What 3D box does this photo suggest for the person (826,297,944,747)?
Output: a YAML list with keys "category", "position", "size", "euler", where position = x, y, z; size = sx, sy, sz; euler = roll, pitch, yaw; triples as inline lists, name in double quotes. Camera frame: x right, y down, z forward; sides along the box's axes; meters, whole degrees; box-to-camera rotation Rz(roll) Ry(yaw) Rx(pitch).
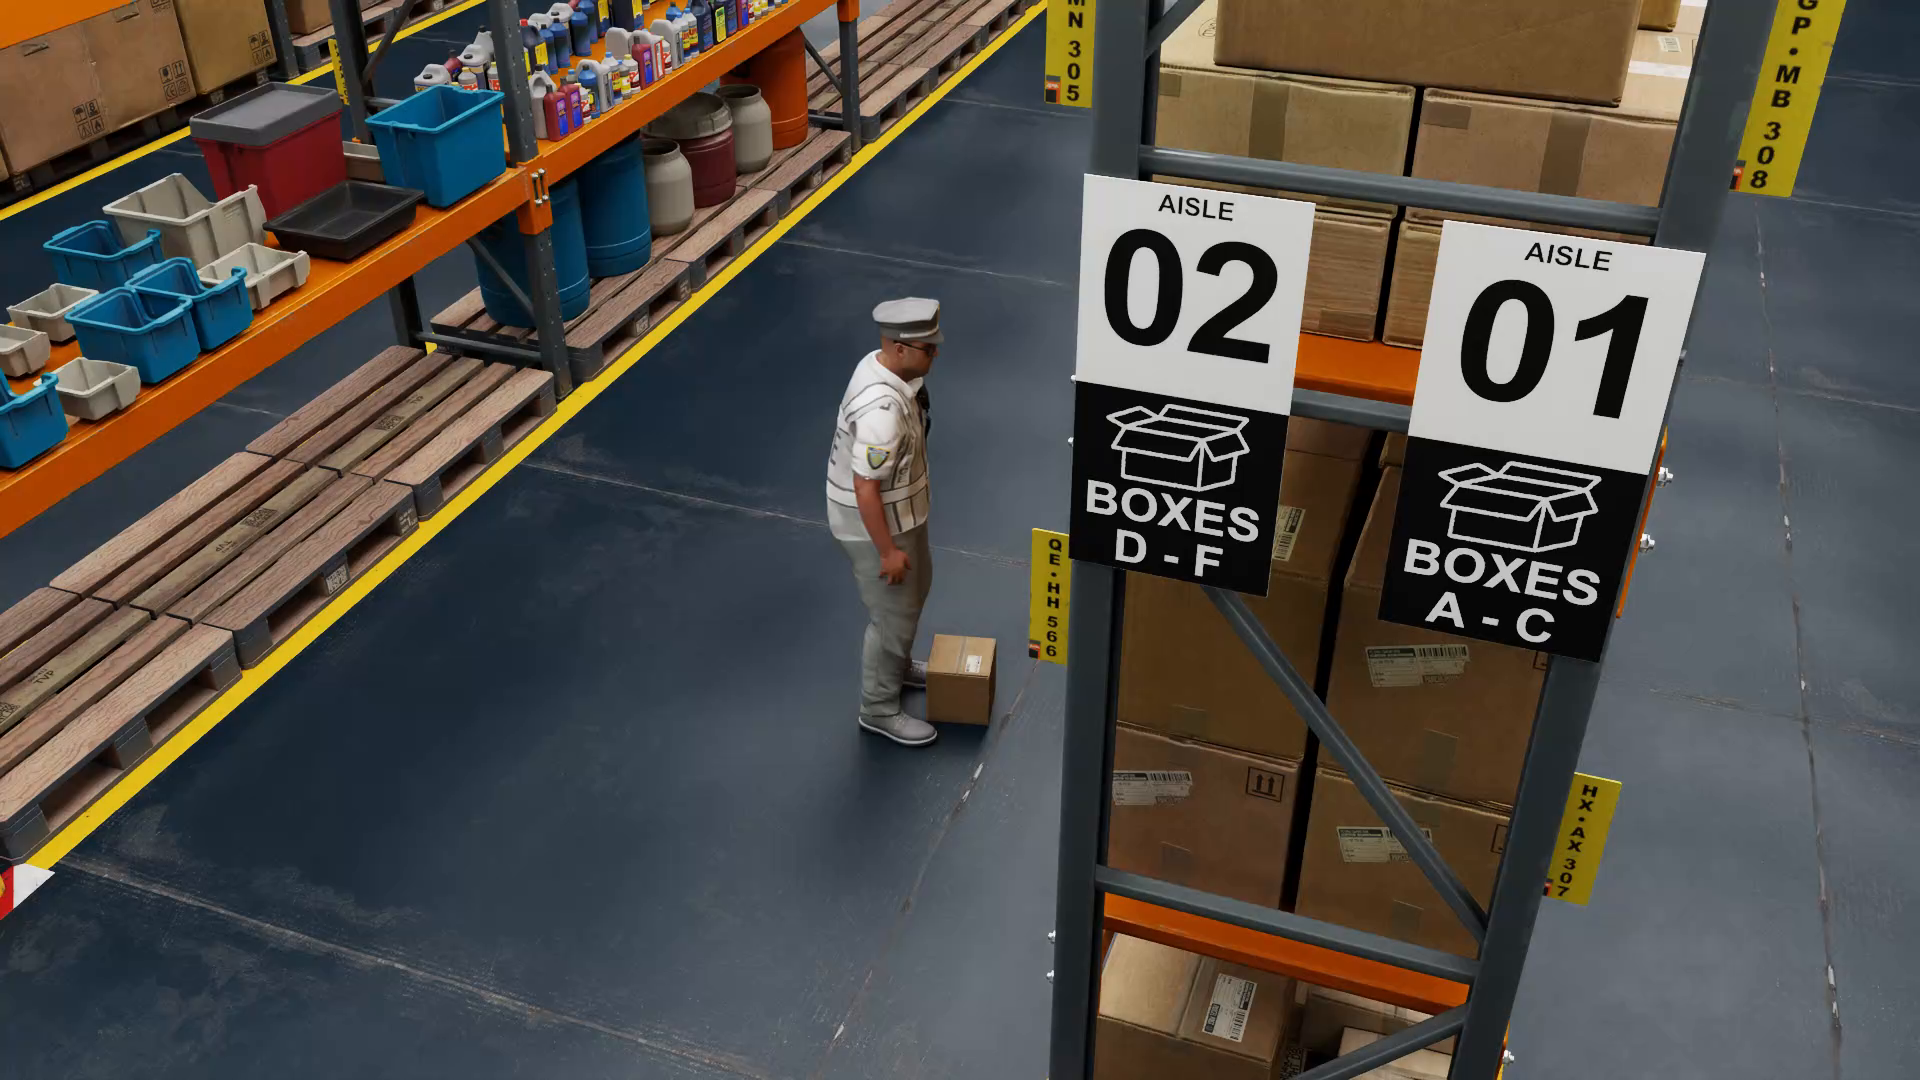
- category: "person"
  position: [-0.271, -0.087, 6.266]
  size: [0.433, 1.747, 0.588]
  euler: [4, 33, 6]
